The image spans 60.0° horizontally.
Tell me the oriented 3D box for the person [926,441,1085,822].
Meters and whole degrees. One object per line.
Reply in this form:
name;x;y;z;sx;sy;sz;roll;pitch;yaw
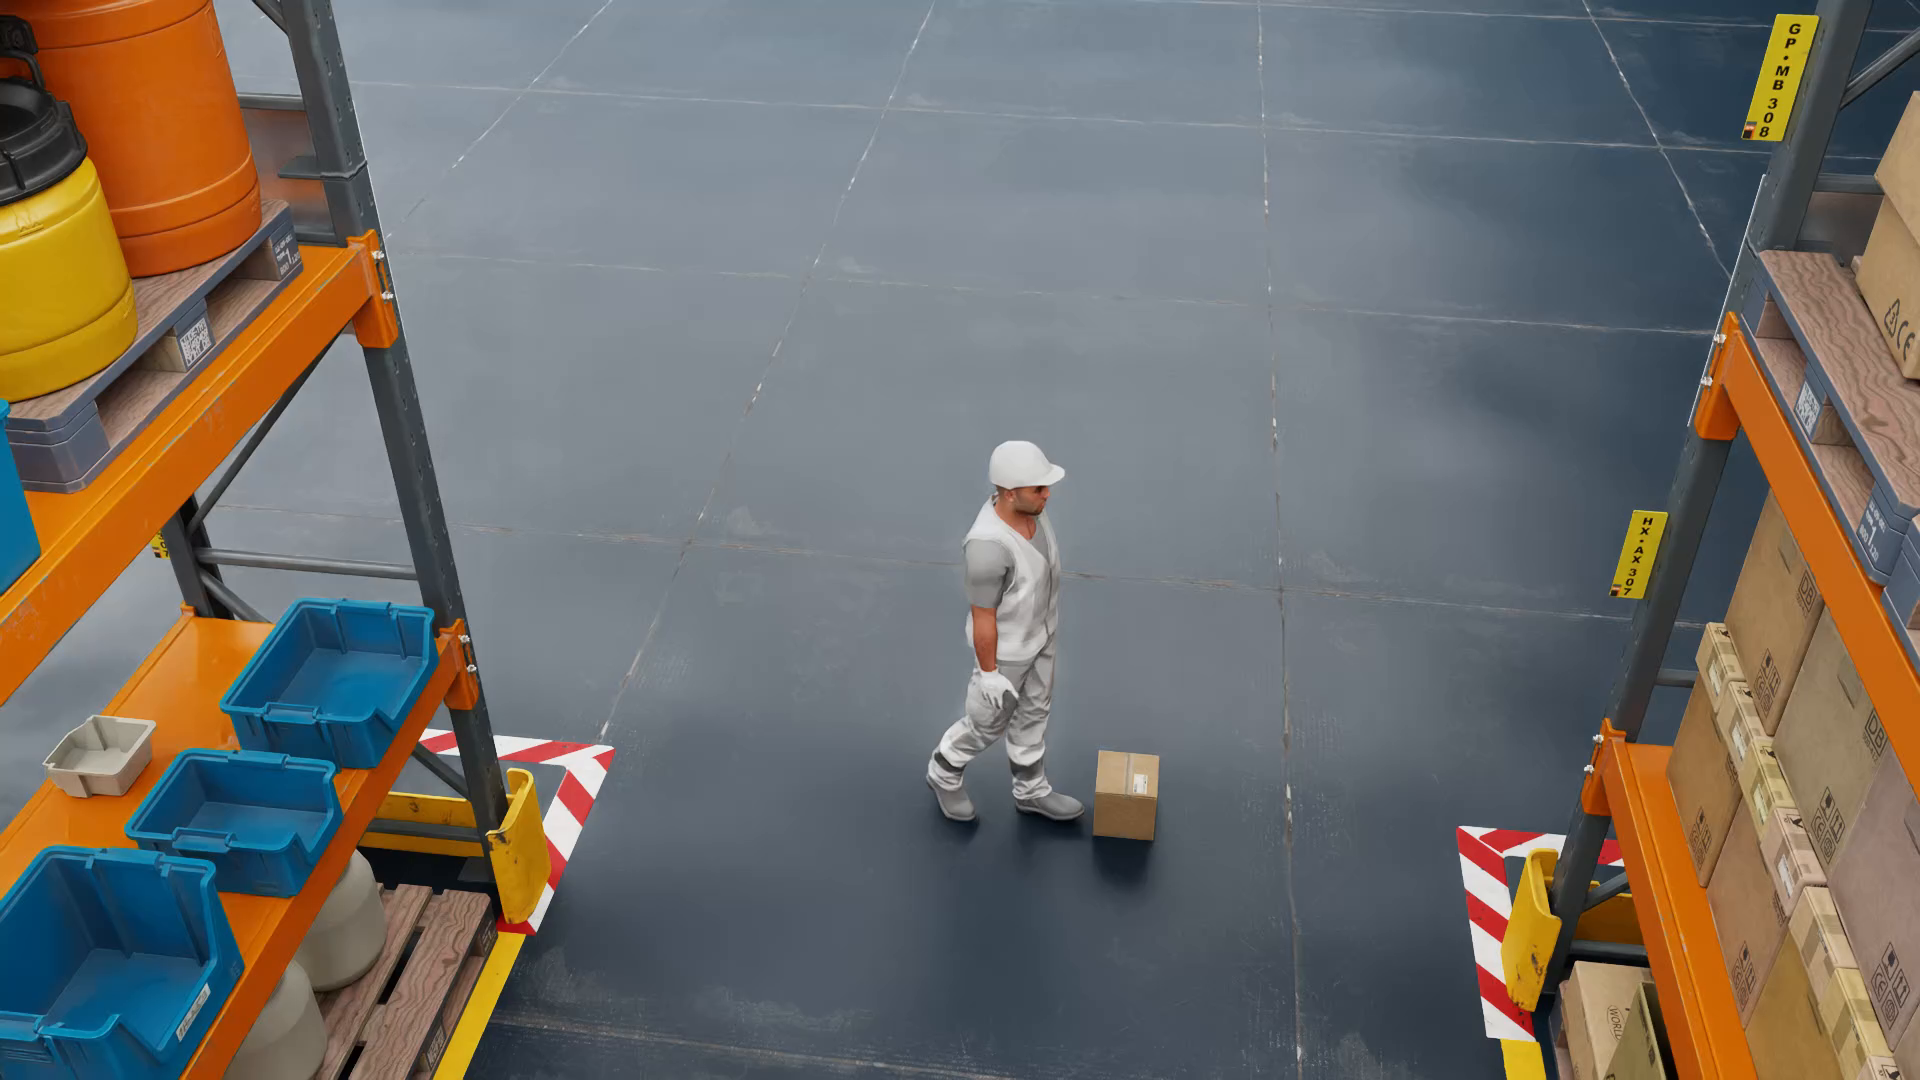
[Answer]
person;0.192;0.382;6.479;0.669;1.795;0.563;16;39;21
